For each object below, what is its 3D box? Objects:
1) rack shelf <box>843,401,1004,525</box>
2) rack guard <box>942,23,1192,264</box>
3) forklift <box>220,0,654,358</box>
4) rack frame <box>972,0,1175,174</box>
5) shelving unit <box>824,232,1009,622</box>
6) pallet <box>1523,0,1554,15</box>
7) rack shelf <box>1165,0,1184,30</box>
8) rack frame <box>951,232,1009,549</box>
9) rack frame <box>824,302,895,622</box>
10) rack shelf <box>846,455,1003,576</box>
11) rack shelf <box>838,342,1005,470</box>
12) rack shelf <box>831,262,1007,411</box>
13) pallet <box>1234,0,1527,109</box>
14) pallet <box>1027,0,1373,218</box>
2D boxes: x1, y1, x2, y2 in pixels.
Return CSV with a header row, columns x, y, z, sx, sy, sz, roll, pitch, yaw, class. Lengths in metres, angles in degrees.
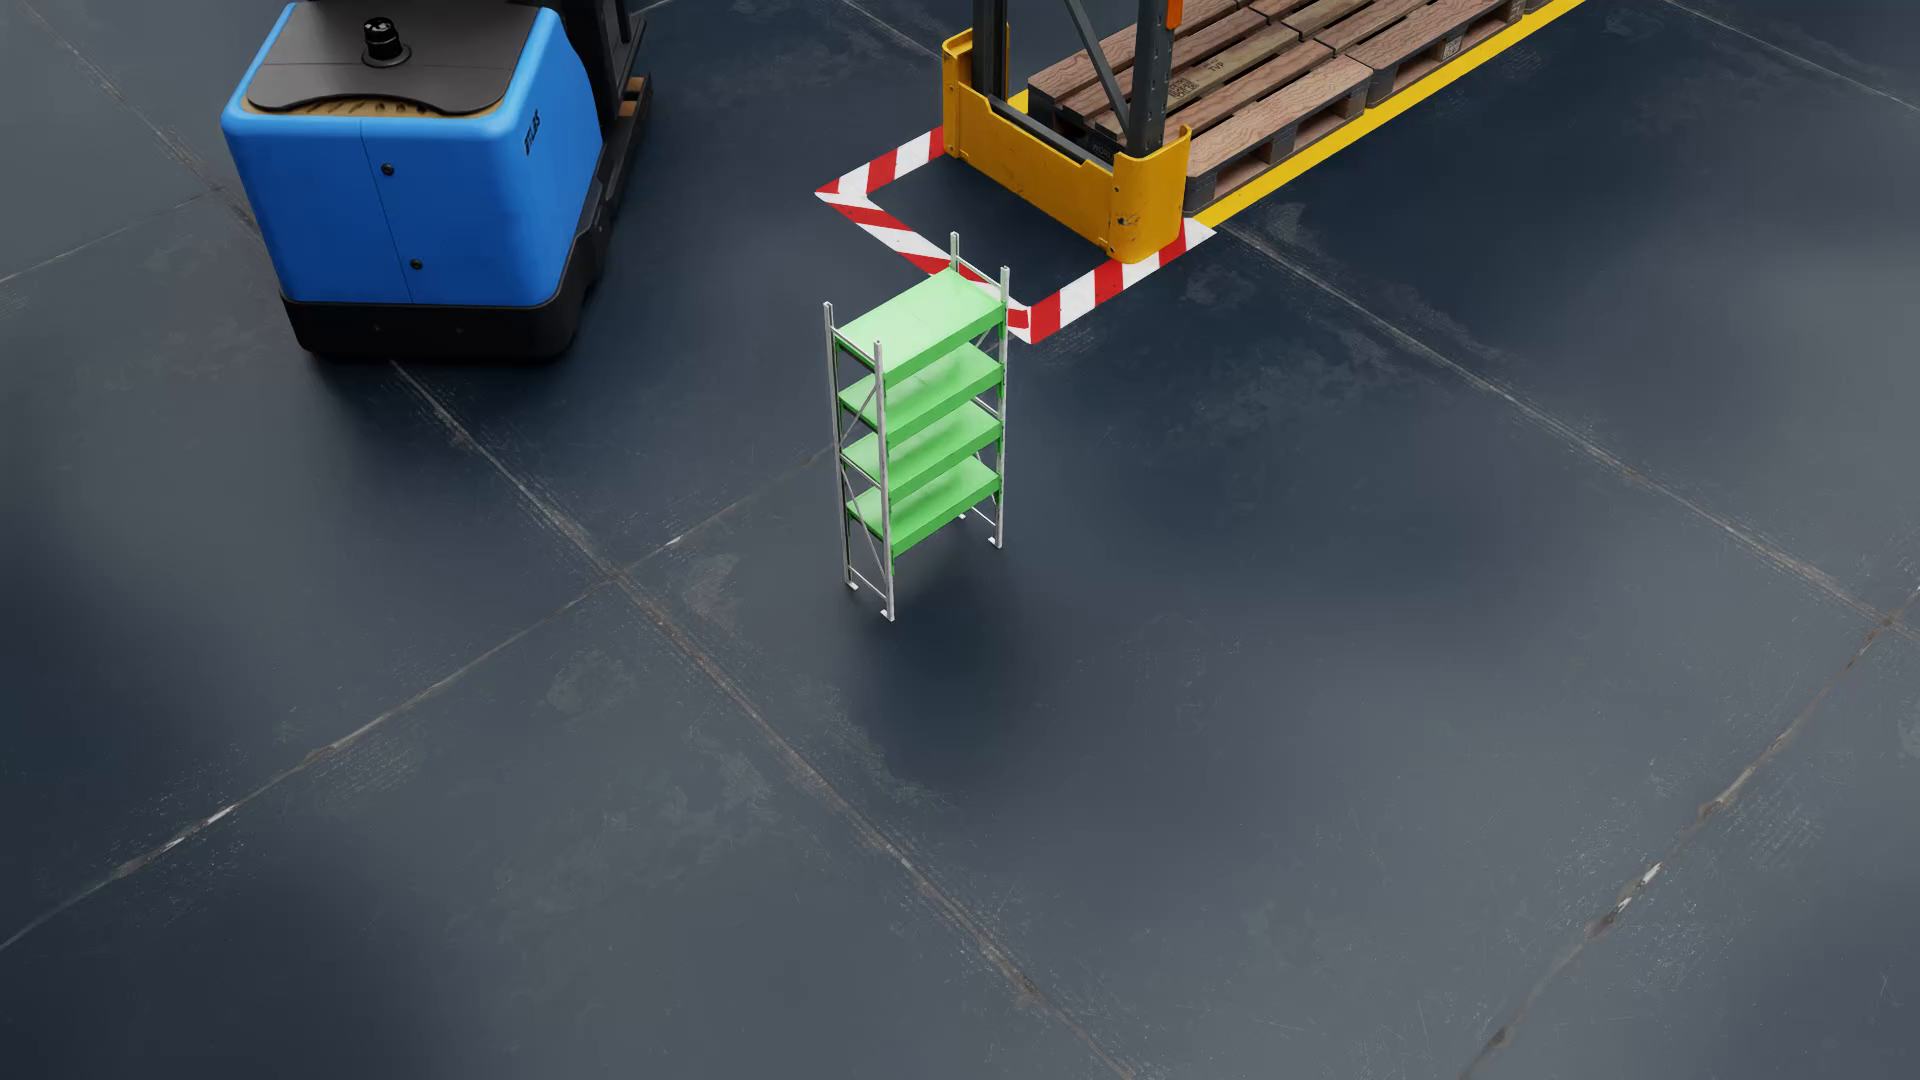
x,y,z,sx,sy,sz,roll,pitch,yaw,class
-0.122,-0.282,5.280,0.480,0.148,0.258,-34,56,-27,rack shelf
0.420,-1.677,6.958,0.348,0.500,1.175,-34,56,-27,rack guard
-1.961,-2.755,6.298,1.130,2.935,3.031,2,47,1,forklift
0.429,-2.544,6.056,0.127,3.000,1.000,-34,56,-27,rack frame
-0.122,-0.325,5.234,0.503,1.200,0.258,-34,56,-27,shelving unit
2.871,-3.191,8.551,1.213,0.211,1.003,-34,56,-27,pallet
1.909,-3.289,7.233,4.000,0.370,1.077,-34,56,-27,rack shelf
0.058,-0.446,5.345,0.015,1.200,0.240,-34,56,-27,rack frame
-0.303,-0.204,5.122,0.015,1.200,0.240,-34,56,-27,rack frame
-0.122,-0.119,5.457,0.480,0.148,0.258,-34,56,-27,rack shelf
-0.122,-0.444,5.104,0.480,0.148,0.258,-34,56,-27,rack shelf
-0.122,-0.607,4.928,0.480,0.148,0.258,-34,56,-27,rack shelf
1.968,-2.585,7.992,1.213,0.211,1.003,-34,56,-27,pallet
1.065,-1.985,7.438,1.213,0.211,1.003,-34,56,-27,pallet
